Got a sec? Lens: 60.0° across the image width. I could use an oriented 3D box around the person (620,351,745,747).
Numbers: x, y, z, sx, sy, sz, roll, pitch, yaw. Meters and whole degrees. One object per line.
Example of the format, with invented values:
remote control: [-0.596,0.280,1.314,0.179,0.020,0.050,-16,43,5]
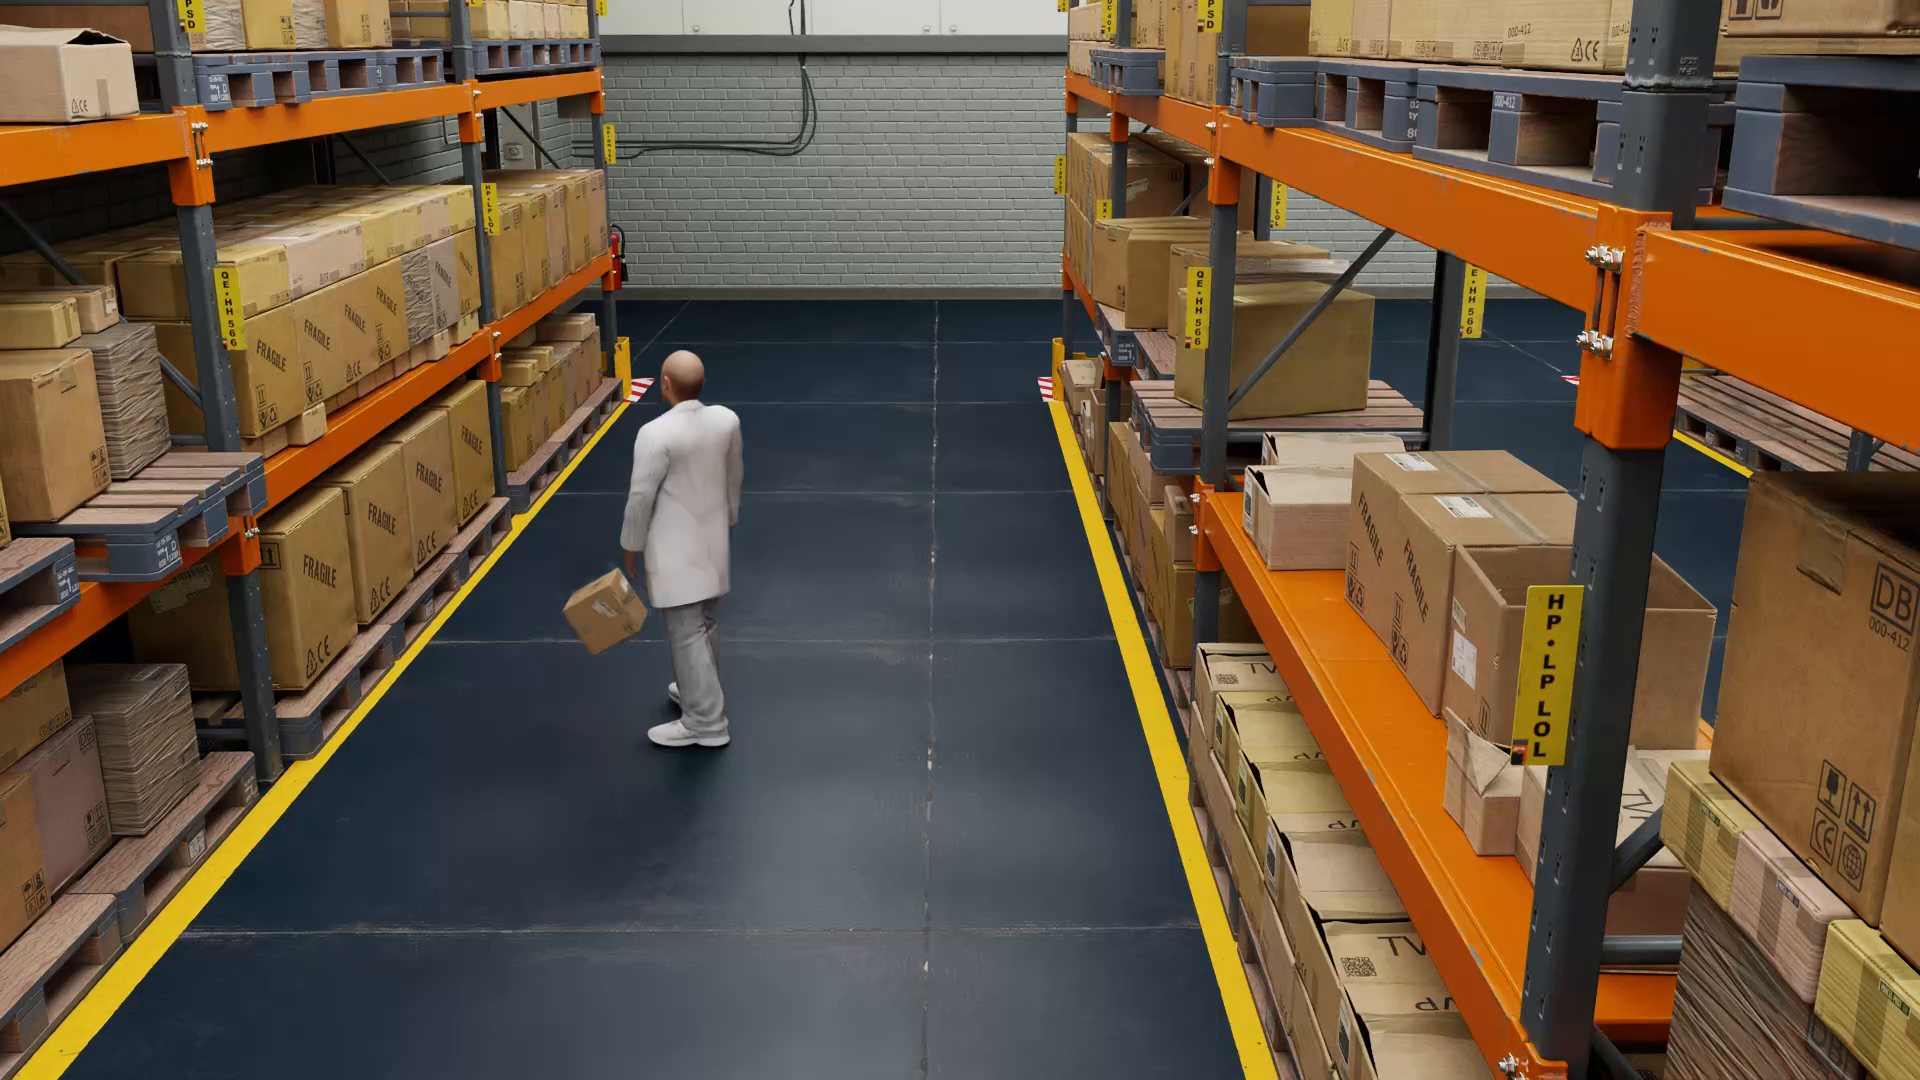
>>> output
person: [-1.264,0.012,7.494,0.656,1.774,0.655,14,21,38]
